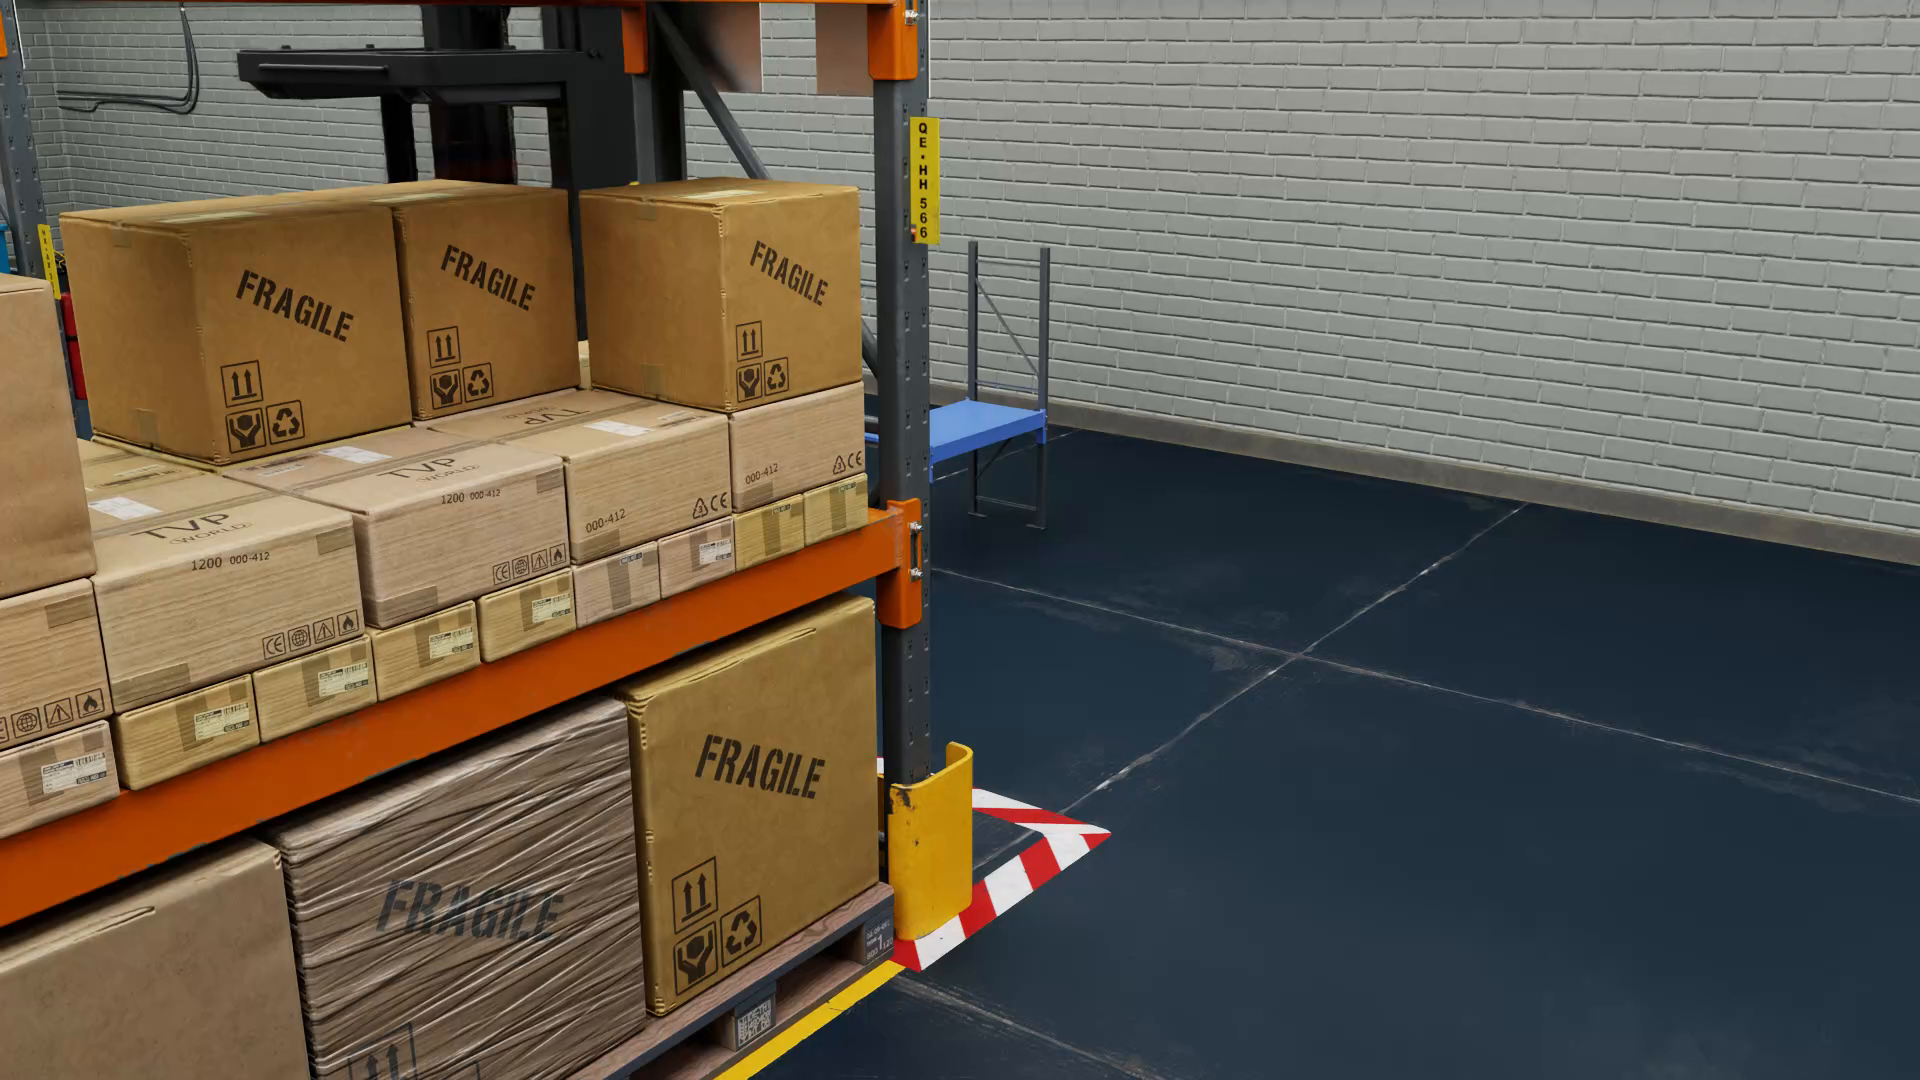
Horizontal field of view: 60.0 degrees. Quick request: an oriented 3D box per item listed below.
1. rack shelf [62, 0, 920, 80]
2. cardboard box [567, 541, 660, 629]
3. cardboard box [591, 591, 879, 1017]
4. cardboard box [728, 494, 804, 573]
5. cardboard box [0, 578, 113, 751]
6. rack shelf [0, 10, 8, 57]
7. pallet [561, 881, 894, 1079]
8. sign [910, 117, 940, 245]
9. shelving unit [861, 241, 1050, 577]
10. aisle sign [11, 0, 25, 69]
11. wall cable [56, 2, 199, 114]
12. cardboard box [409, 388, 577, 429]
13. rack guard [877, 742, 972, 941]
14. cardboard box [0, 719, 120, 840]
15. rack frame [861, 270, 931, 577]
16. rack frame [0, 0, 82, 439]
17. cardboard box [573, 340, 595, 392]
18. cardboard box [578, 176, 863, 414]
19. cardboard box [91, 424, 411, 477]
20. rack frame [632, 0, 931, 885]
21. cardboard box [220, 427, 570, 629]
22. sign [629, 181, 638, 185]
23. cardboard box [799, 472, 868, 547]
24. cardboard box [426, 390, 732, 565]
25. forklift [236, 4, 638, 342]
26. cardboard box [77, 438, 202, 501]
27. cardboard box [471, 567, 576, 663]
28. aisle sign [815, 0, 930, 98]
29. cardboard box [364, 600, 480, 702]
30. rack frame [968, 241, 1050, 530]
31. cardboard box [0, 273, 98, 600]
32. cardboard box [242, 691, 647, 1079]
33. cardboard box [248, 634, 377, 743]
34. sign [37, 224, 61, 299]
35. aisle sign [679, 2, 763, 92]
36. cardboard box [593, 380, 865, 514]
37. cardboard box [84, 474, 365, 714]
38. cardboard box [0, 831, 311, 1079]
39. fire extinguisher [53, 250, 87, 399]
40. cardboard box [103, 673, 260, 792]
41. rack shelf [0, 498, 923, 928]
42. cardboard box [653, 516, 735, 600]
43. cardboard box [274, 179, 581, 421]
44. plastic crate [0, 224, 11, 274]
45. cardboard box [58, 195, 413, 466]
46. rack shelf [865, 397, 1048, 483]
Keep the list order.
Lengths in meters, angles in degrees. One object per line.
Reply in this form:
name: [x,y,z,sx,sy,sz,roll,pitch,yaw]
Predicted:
rack shelf: [-1.714,-0.989,3.026,1.077,0.370,4.000,12,21,35]
cardboard box: [-0.924,0.068,3.891,0.380,0.149,0.250,13,21,36]
cardboard box: [-0.839,0.604,4.614,0.875,0.875,0.875,12,21,35]
cardboard box: [-0.623,-0.051,4.274,0.380,0.149,0.250,13,21,35]
cardboard box: [-1.811,0.198,2.799,0.500,0.250,0.500,13,22,36]
rack shelf: [-5.692,-1.864,5.844,1.077,0.370,4.000,12,21,35]
pallet: [-0.936,1.160,4.654,1.003,0.211,1.213,12,21,35]
sign: [-0.095,-0.943,4.372,0.100,0.325,0.005,12,21,35]
shelving unit: [-0.051,-0.696,8.456,0.538,1.500,1.048,12,21,35]
aisle sign: [-4.222,-2.458,7.219,0.394,0.787,0.004,12,21,35]
wall cable: [-8.799,-5.668,17.059,3.097,2.526,0.112,12,21,35]
cardboard box: [-1.329,-0.255,4.259,0.500,0.250,0.500,12,21,34]
rack guard: [-0.508,0.812,5.287,1.175,0.500,0.348,12,21,35]
cardboard box: [-1.690,0.376,2.899,0.380,0.149,0.250,13,21,35]
rack frame: [-0.354,-0.575,8.066,0.500,1.500,0.032,12,21,35]
rack frame: [-4.500,-1.252,7.716,1.000,3.000,0.127,12,21,35]
cardboard box: [-1.025,-0.380,4.662,0.500,0.250,0.500,12,21,33]
cardboard box: [-0.601,-0.642,4.242,0.500,0.500,0.500,13,21,35]
cardboard box: [-1.632,-0.136,3.876,0.500,0.250,0.500,12,21,33]
rack frame: [-0.522,-0.376,4.898,1.000,3.000,0.127,12,21,35]
cardboard box: [-1.203,-0.043,3.574,0.500,0.250,0.500,12,21,33]
sign: [-0.964,-0.927,5.078,0.100,0.325,0.005,12,21,35]
cardboard box: [-0.470,-0.113,4.475,0.380,0.149,0.250,13,21,36]
cardboard box: [-0.901,-0.164,3.965,0.500,0.250,0.500,12,21,34]
forklift: [-2.051,-0.893,6.677,1.130,2.935,3.031,11,20,31]
cardboard box: [-1.938,-0.011,3.473,0.500,0.250,0.500,12,21,34]
cardboard box: [-1.077,0.130,3.691,0.380,0.149,0.250,12,21,33]
aisle sign: [-0.238,-1.582,4.397,0.394,0.787,0.004,12,21,35]
cardboard box: [-1.231,0.192,3.491,0.380,0.149,0.250,13,21,35]
rack frame: [0.252,-0.817,8.846,0.500,1.500,0.032,12,21,35]
cardboard box: [-1.809,-0.162,2.694,0.500,0.500,0.500,12,21,33]
cardboard box: [-1.381,0.821,3.916,0.875,0.875,0.875,12,21,35]
cardboard box: [-1.381,0.251,3.302,0.380,0.149,0.250,13,21,36]
sign: [-4.048,-1.236,7.392,0.100,0.325,0.005,12,21,35]
aisle sign: [-0.720,-1.688,4.738,0.394,0.787,0.004,12,21,35]
cardboard box: [-0.598,-0.284,4.353,0.500,0.250,0.500,12,21,34]
cardboard box: [-1.511,0.082,3.172,0.500,0.250,0.500,12,21,35]
cardboard box: [-1.912,1.033,3.234,0.875,0.875,0.875,12,21,35]
fire extinguisher: [-4.045,-0.992,7.640,0.296,0.674,0.183,12,21,35]
cardboard box: [-1.535,0.313,3.101,0.380,0.149,0.250,12,21,33]
rack shelf: [-1.714,0.444,3.471,1.077,0.370,4.000,12,21,35]
cardboard box: [-0.775,0.009,4.081,0.380,0.149,0.250,12,21,35]
cardboard box: [-1.323,-0.619,4.167,0.500,0.500,0.500,12,21,33]
plastic crate: [-4.549,-1.184,7.339,0.616,0.435,0.499,12,21,35]
cardboard box: [-1.627,-0.495,3.766,0.500,0.500,0.500,12,21,33]
rack shelf: [-0.051,-0.524,8.509,0.538,0.185,1.000,12,21,35]
